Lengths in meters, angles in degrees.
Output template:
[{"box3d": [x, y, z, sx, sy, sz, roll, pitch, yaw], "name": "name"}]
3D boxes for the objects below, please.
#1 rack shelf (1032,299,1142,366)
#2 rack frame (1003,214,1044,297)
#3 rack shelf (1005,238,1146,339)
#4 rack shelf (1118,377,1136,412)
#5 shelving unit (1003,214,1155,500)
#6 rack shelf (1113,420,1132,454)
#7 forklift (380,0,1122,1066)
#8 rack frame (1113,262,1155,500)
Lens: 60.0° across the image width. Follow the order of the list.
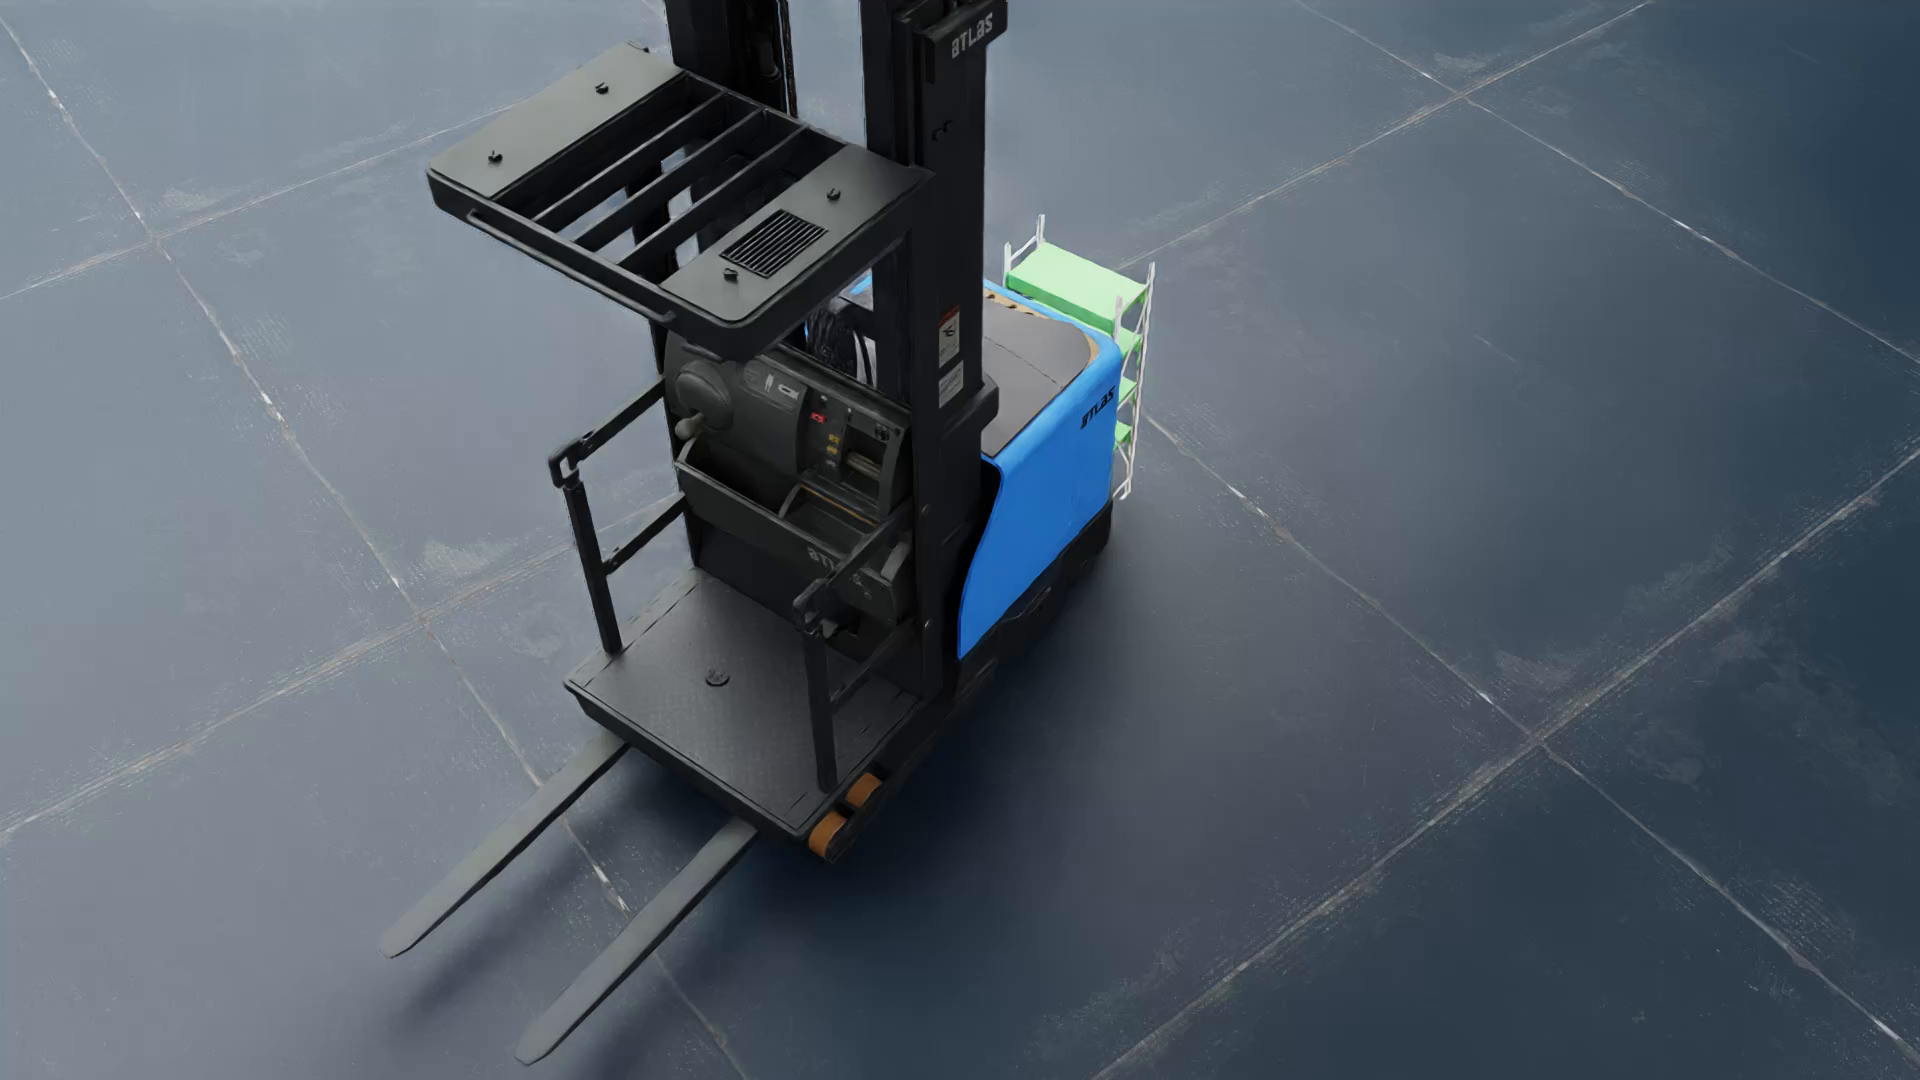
[{"box3d": [0.436, -0.759, 6.389, 0.480, 0.148, 0.258, 29, 54, 23], "name": "rack shelf"}, {"box3d": [0.239, -0.747, 6.616, 0.015, 1.200, 0.240, 29, 54, 23], "name": "rack frame"}, {"box3d": [0.436, -0.920, 6.211, 0.480, 0.148, 0.258, 29, 54, 23], "name": "rack shelf"}, {"box3d": [0.436, -0.597, 6.566, 0.480, 0.148, 0.258, 29, 54, 23], "name": "rack shelf"}, {"box3d": [0.436, -0.640, 6.519, 0.503, 1.200, 0.258, 29, 54, 23], "name": "shelving unit"}, {"box3d": [0.436, -0.436, 6.744, 0.480, 0.148, 0.258, 29, 54, 23], "name": "rack shelf"}, {"box3d": [-0.679, -0.299, 5.042, 1.130, 2.935, 3.031, 29, 54, 23], "name": "forklift"}, {"box3d": [0.633, -0.533, 6.422, 0.015, 1.200, 0.240, 29, 54, 23], "name": "rack frame"}]
